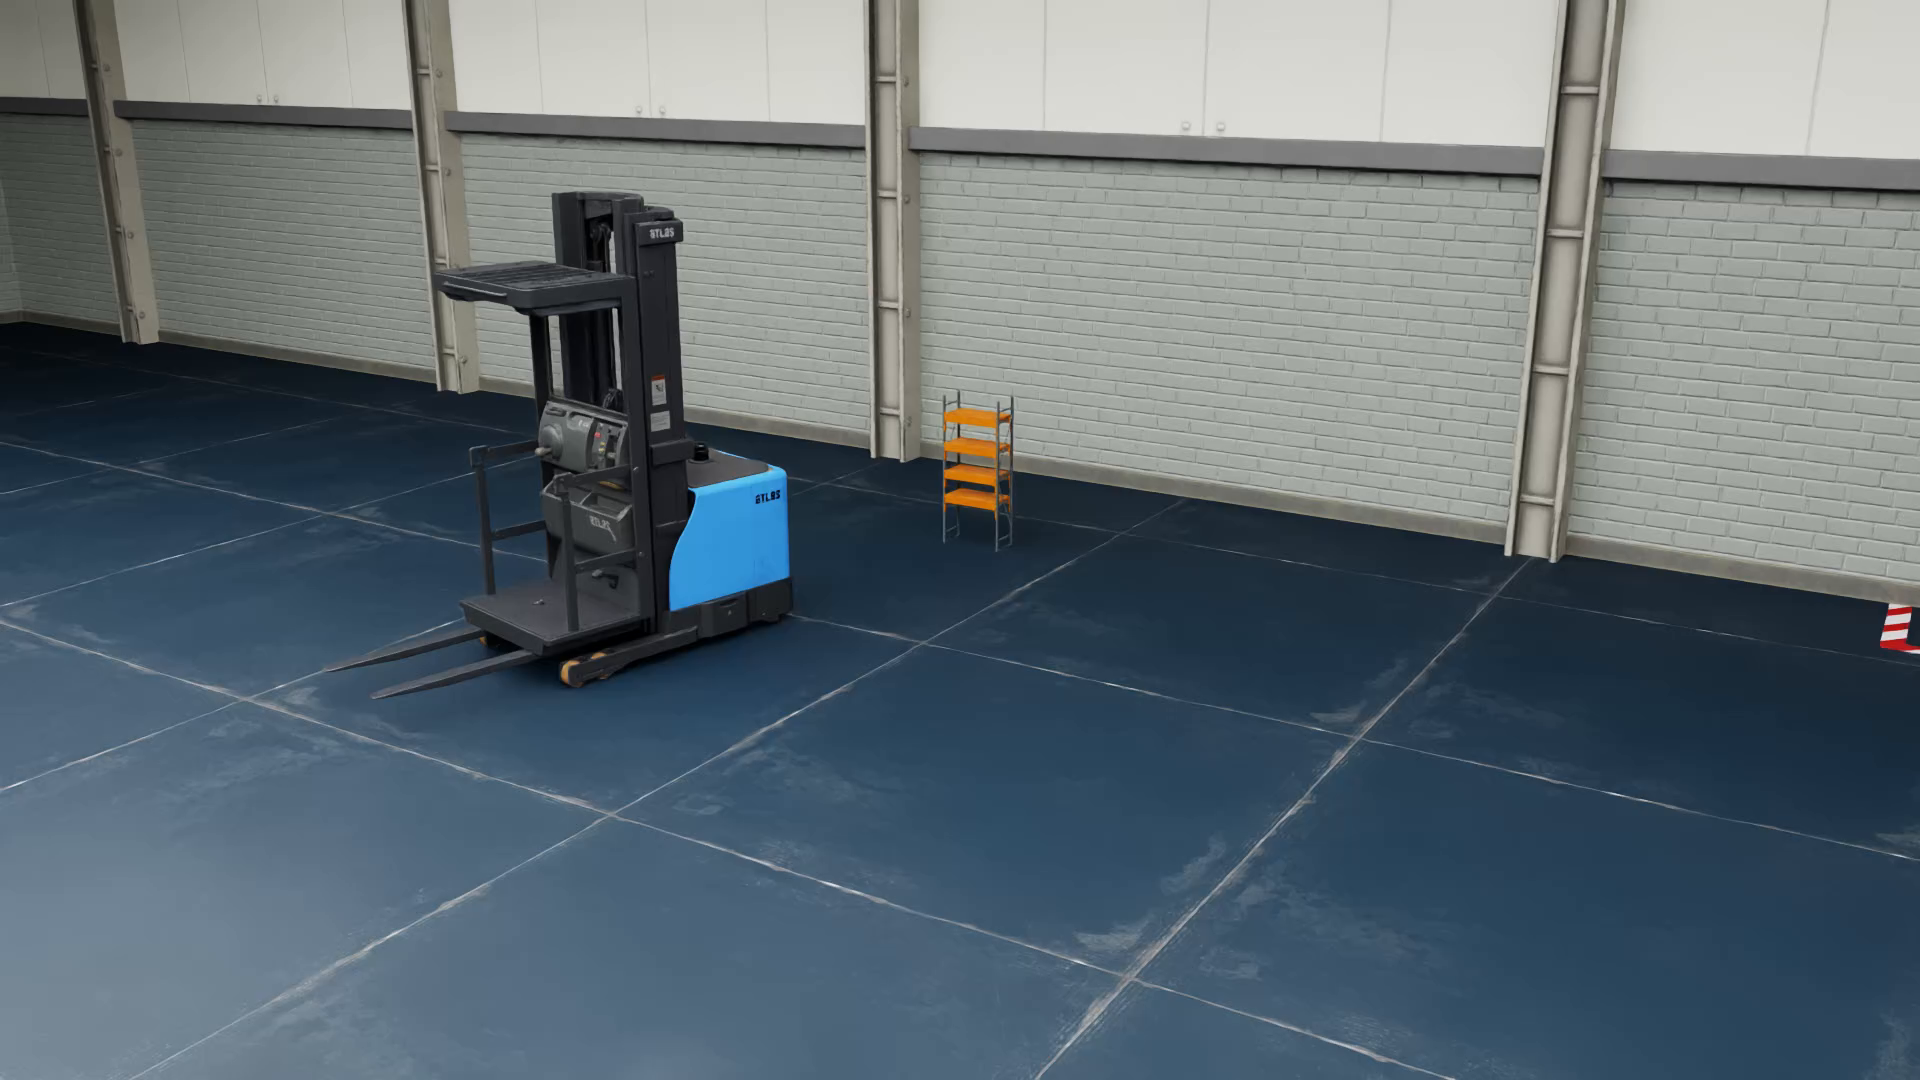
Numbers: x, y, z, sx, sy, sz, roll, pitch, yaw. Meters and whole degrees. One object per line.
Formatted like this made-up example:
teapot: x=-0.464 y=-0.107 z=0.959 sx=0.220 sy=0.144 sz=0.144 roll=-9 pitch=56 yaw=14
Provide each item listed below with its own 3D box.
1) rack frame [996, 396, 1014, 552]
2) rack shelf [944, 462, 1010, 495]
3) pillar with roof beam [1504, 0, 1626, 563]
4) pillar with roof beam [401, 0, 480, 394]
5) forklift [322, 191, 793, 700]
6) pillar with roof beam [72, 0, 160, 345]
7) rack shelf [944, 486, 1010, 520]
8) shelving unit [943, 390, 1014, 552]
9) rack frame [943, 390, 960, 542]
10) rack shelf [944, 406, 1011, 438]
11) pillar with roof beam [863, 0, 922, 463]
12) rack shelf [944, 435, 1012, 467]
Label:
rack frame: x=0.349 y=-0.512 z=13.002 sx=0.015 sy=1.200 sz=0.240 roll=10 pitch=20 yaw=30
rack shelf: x=0.141 y=-0.485 z=13.143 sx=0.480 sy=0.148 sz=0.258 roll=10 pitch=20 yaw=30
pillar with roof beam: x=2.245 y=-3.130 z=8.203 sx=0.400 sy=9.000 sz=9.100 roll=10 pitch=20 yaw=30
pillar with roof beam: x=-7.980 y=-4.955 z=14.212 sx=0.400 sy=9.000 sz=9.100 roll=10 pitch=20 yaw=30
forklift: x=-2.556 y=-0.653 z=10.489 sx=1.130 sy=2.935 sz=3.031 roll=16 pitch=23 yaw=42
pillar with roof beam: x=-13.093 y=-5.868 z=17.216 sx=0.400 sy=9.000 sz=9.100 roll=10 pitch=20 yaw=30
rack shelf: x=0.141 y=-0.295 z=13.201 sx=0.480 sy=0.148 sz=0.258 roll=10 pitch=20 yaw=30
shelving unit: x=0.141 y=-0.549 z=13.124 sx=0.503 sy=1.200 sz=0.258 roll=10 pitch=20 yaw=30
rack frame: x=-0.067 y=-0.586 z=13.246 sx=0.015 sy=1.200 sz=0.240 roll=10 pitch=20 yaw=30
rack shelf: x=0.141 y=-0.925 z=13.010 sx=0.480 sy=0.148 sz=0.258 roll=10 pitch=20 yaw=30
pillar with roof beam: x=-2.868 y=-4.043 z=11.207 sx=0.400 sy=9.000 sz=9.100 roll=10 pitch=20 yaw=30
rack shelf: x=0.141 y=-0.699 z=13.078 sx=0.480 sy=0.148 sz=0.258 roll=10 pitch=20 yaw=30
